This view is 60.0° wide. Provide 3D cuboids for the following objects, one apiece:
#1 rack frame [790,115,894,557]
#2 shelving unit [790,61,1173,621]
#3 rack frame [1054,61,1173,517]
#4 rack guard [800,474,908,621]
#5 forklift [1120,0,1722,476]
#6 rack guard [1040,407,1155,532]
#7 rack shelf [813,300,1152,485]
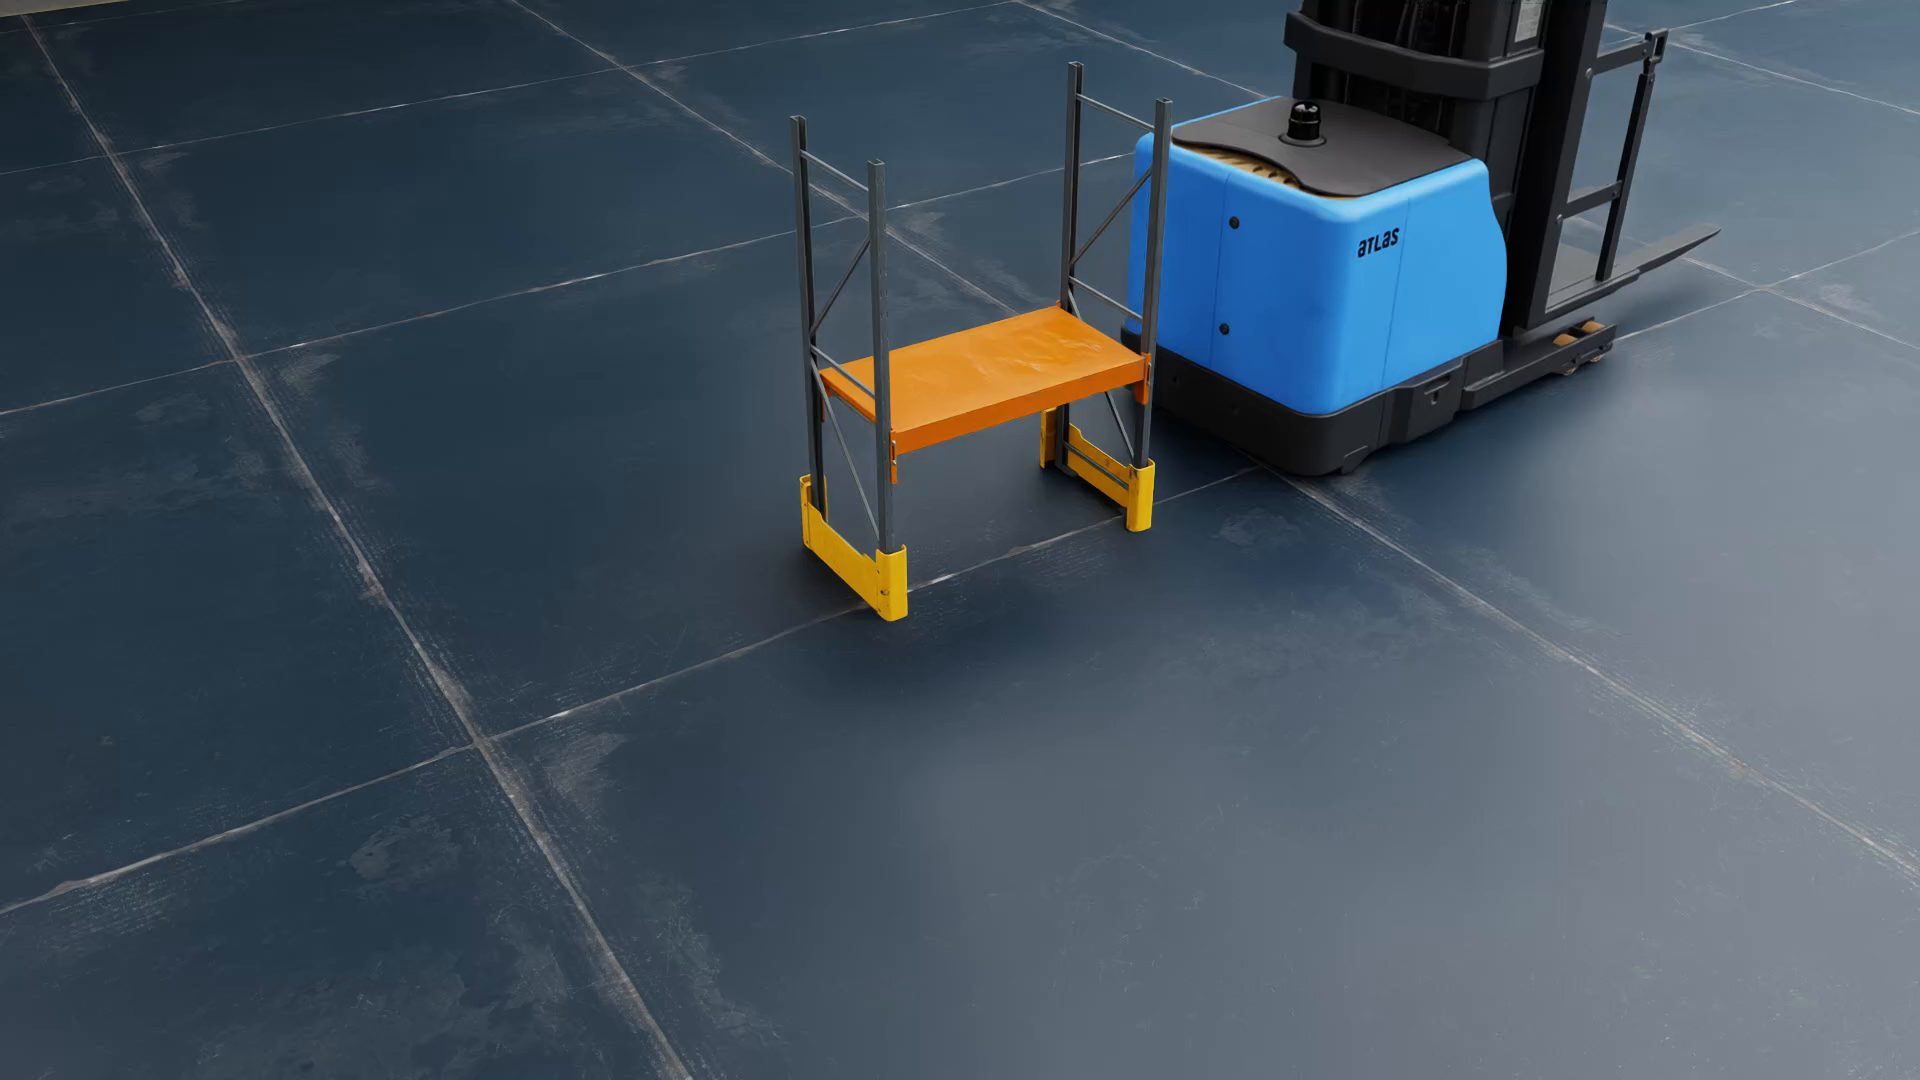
[{"bbox_3d":[-0.356,-0.512,5.156,0.032,1.500,0.500,-19,37,-27],"label":"rack frame"},{"bbox_3d":[0.064,-0.656,5.385,1.083,1.500,0.587,-19,37,-27],"label":"shelving unit"},{"bbox_3d":[0.499,-0.806,5.622,0.032,1.500,0.500,-19,37,-27],"label":"rack frame"},{"bbox_3d":[-0.355,0.016,5.490,0.087,0.250,0.587,-19,37,-27],"label":"rack guard"},{"bbox_3d":[2.094,-2.111,6.349,3.031,2.935,1.130,-23,39,-32],"label":"forklift"},{"bbox_3d":[0.483,-0.272,5.946,0.087,0.250,0.587,-19,37,-27],"label":"rack guard"},{"bbox_3d":[0.072,-0.507,5.485,1.000,0.185,0.538,-19,37,-27],"label":"rack shelf"}]
